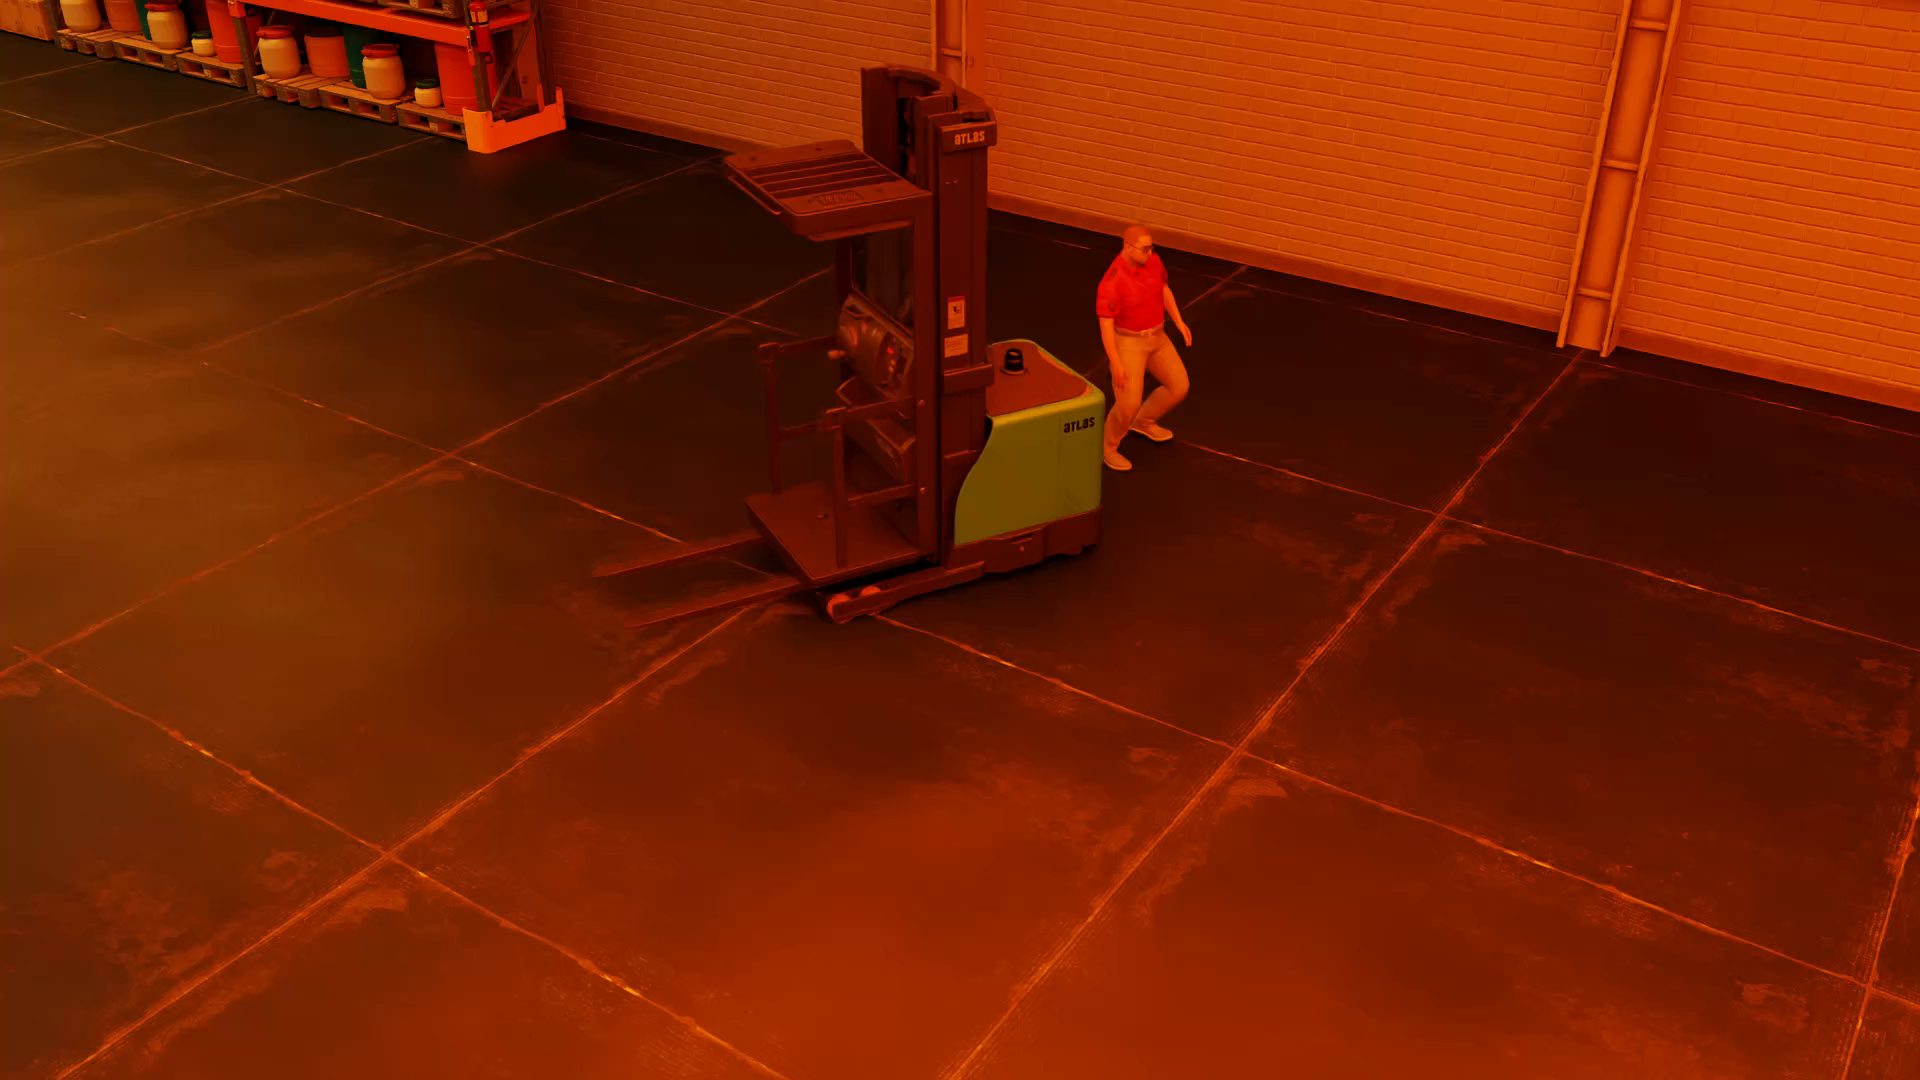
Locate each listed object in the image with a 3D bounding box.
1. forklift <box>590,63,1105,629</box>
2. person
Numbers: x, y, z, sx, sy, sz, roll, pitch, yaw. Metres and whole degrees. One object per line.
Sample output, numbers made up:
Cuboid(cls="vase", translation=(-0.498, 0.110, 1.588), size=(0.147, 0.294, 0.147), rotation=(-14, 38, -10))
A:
Cuboid(cls="forklift", translation=(-0.667, -1.085, 9.451), size=(3.031, 2.935, 1.130), rotation=(-15, 33, -23))
Cuboid(cls="person", translation=(1.204, -1.314, 11.120), size=(0.756, 1.635, 0.456), rotation=(-22, 37, -32))
